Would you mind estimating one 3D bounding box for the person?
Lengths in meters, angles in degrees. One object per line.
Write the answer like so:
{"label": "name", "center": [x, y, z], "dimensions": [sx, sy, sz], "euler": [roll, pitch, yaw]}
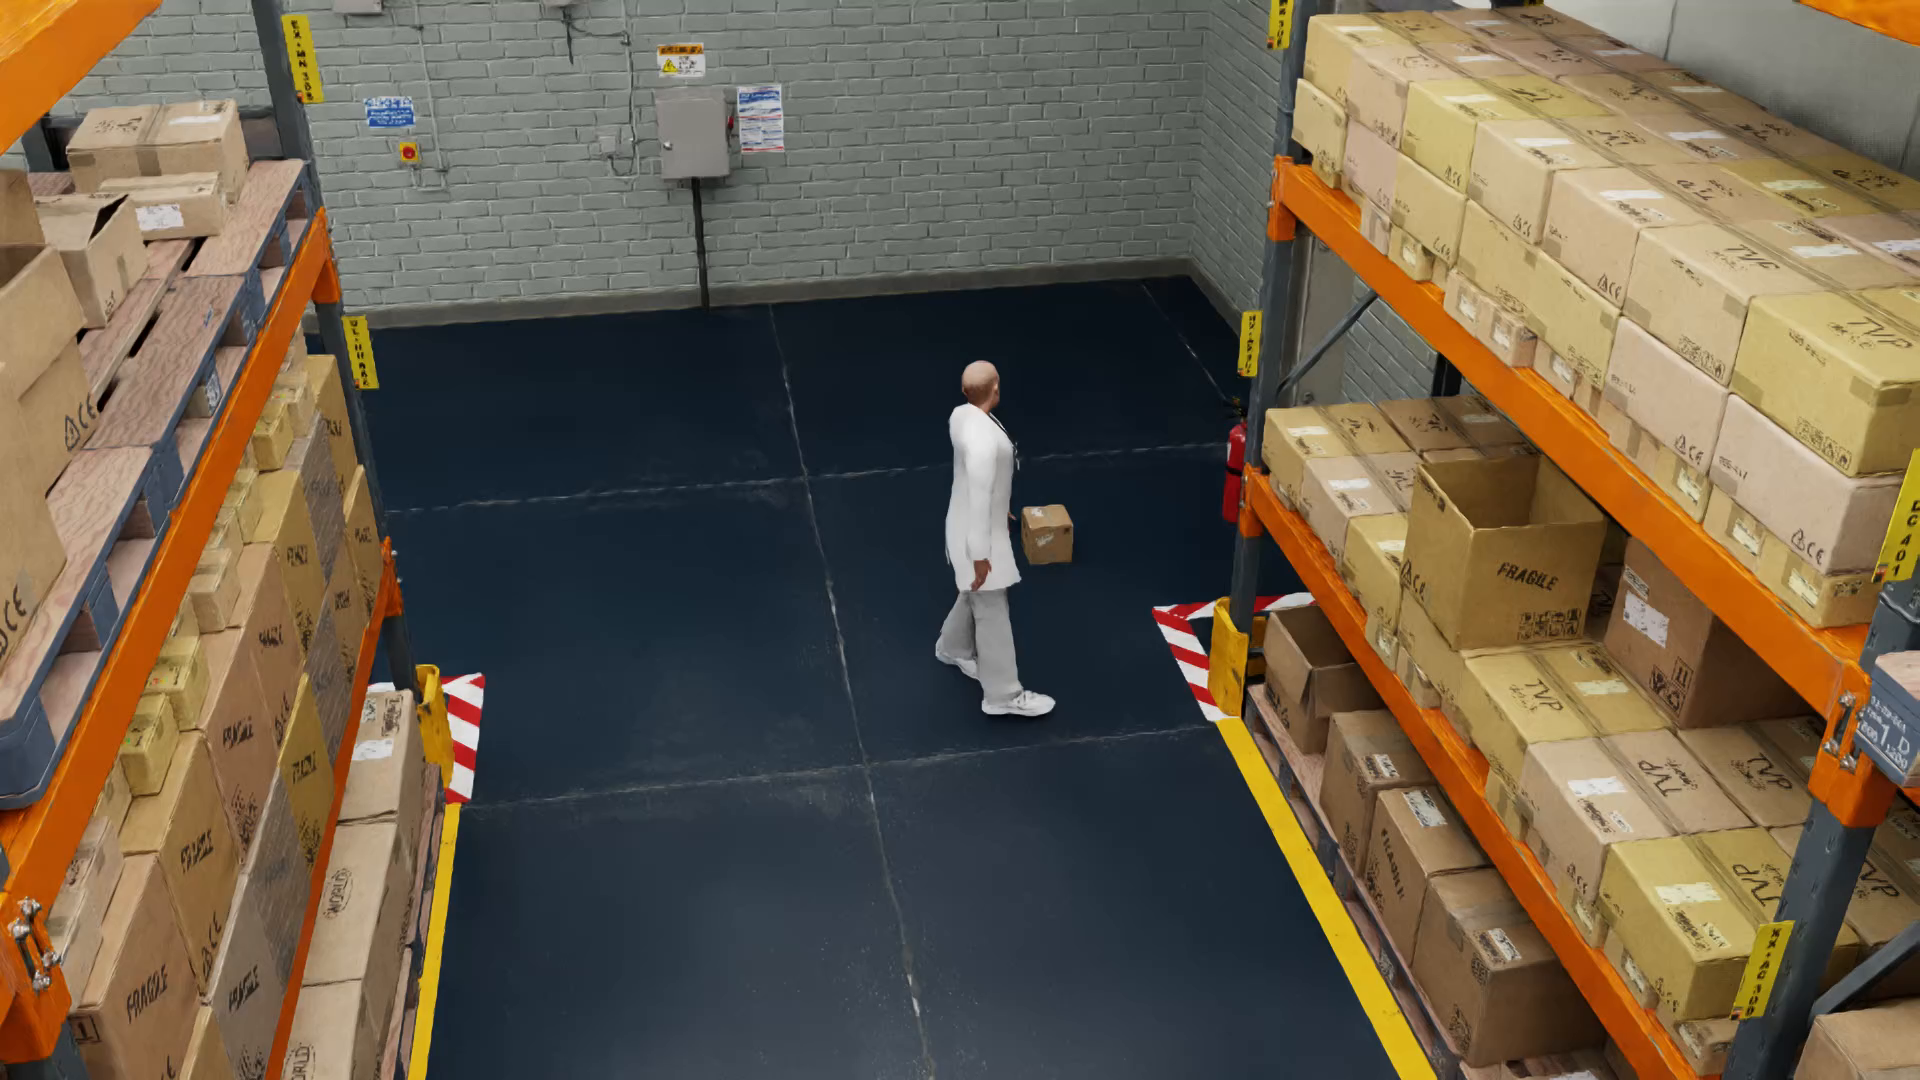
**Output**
{"label": "person", "center": [0.174, -0.013, 8.216], "dimensions": [0.608, 1.773, 0.683], "euler": [0, 30, 0]}
